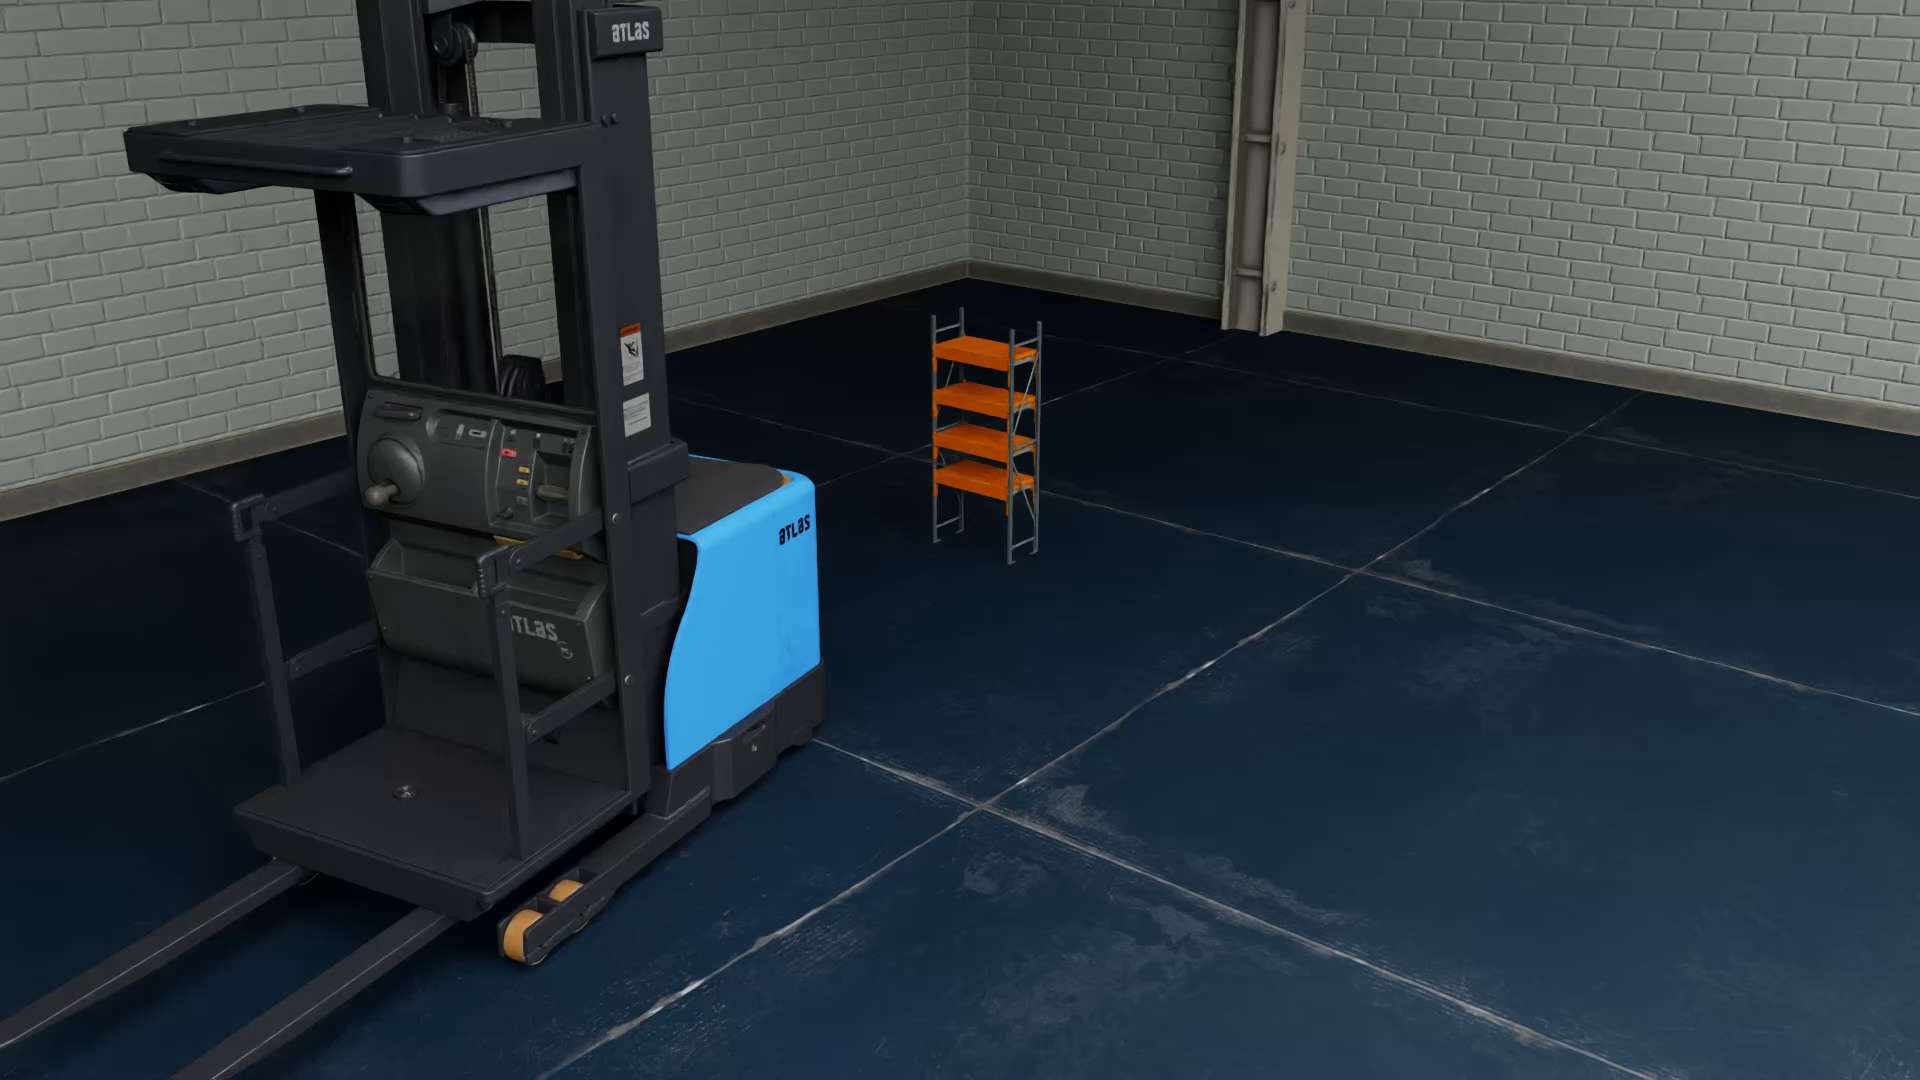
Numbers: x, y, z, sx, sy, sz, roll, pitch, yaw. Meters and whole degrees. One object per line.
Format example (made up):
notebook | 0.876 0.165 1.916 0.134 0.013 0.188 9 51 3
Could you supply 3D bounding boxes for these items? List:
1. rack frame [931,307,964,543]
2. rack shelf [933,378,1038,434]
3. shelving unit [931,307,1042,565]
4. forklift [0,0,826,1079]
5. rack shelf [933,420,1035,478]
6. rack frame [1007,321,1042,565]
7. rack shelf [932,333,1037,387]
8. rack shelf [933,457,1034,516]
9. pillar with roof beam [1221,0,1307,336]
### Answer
rack frame | -0.061 -0.579 8.503 0.015 1.200 0.240 16 26 36
rack shelf | 0.128 -0.671 8.303 0.480 0.148 0.258 16 26 36
shelving unit | 0.128 -0.524 8.359 0.503 1.200 0.258 16 26 36
forklift | -1.652 -0.231 5.126 1.130 2.935 3.031 10 23 25
rack shelf | 0.128 -0.462 8.382 0.480 0.148 0.258 16 26 36
rack frame | 0.317 -0.470 8.214 0.015 1.200 0.240 16 26 36
rack shelf | 0.128 -0.892 8.220 0.480 0.148 0.258 16 26 36
rack shelf | 0.128 -0.276 8.452 0.480 0.148 0.258 16 26 36
pillar with roof beam | -0.427 -4.690 8.352 0.400 9.000 9.100 16 26 36
